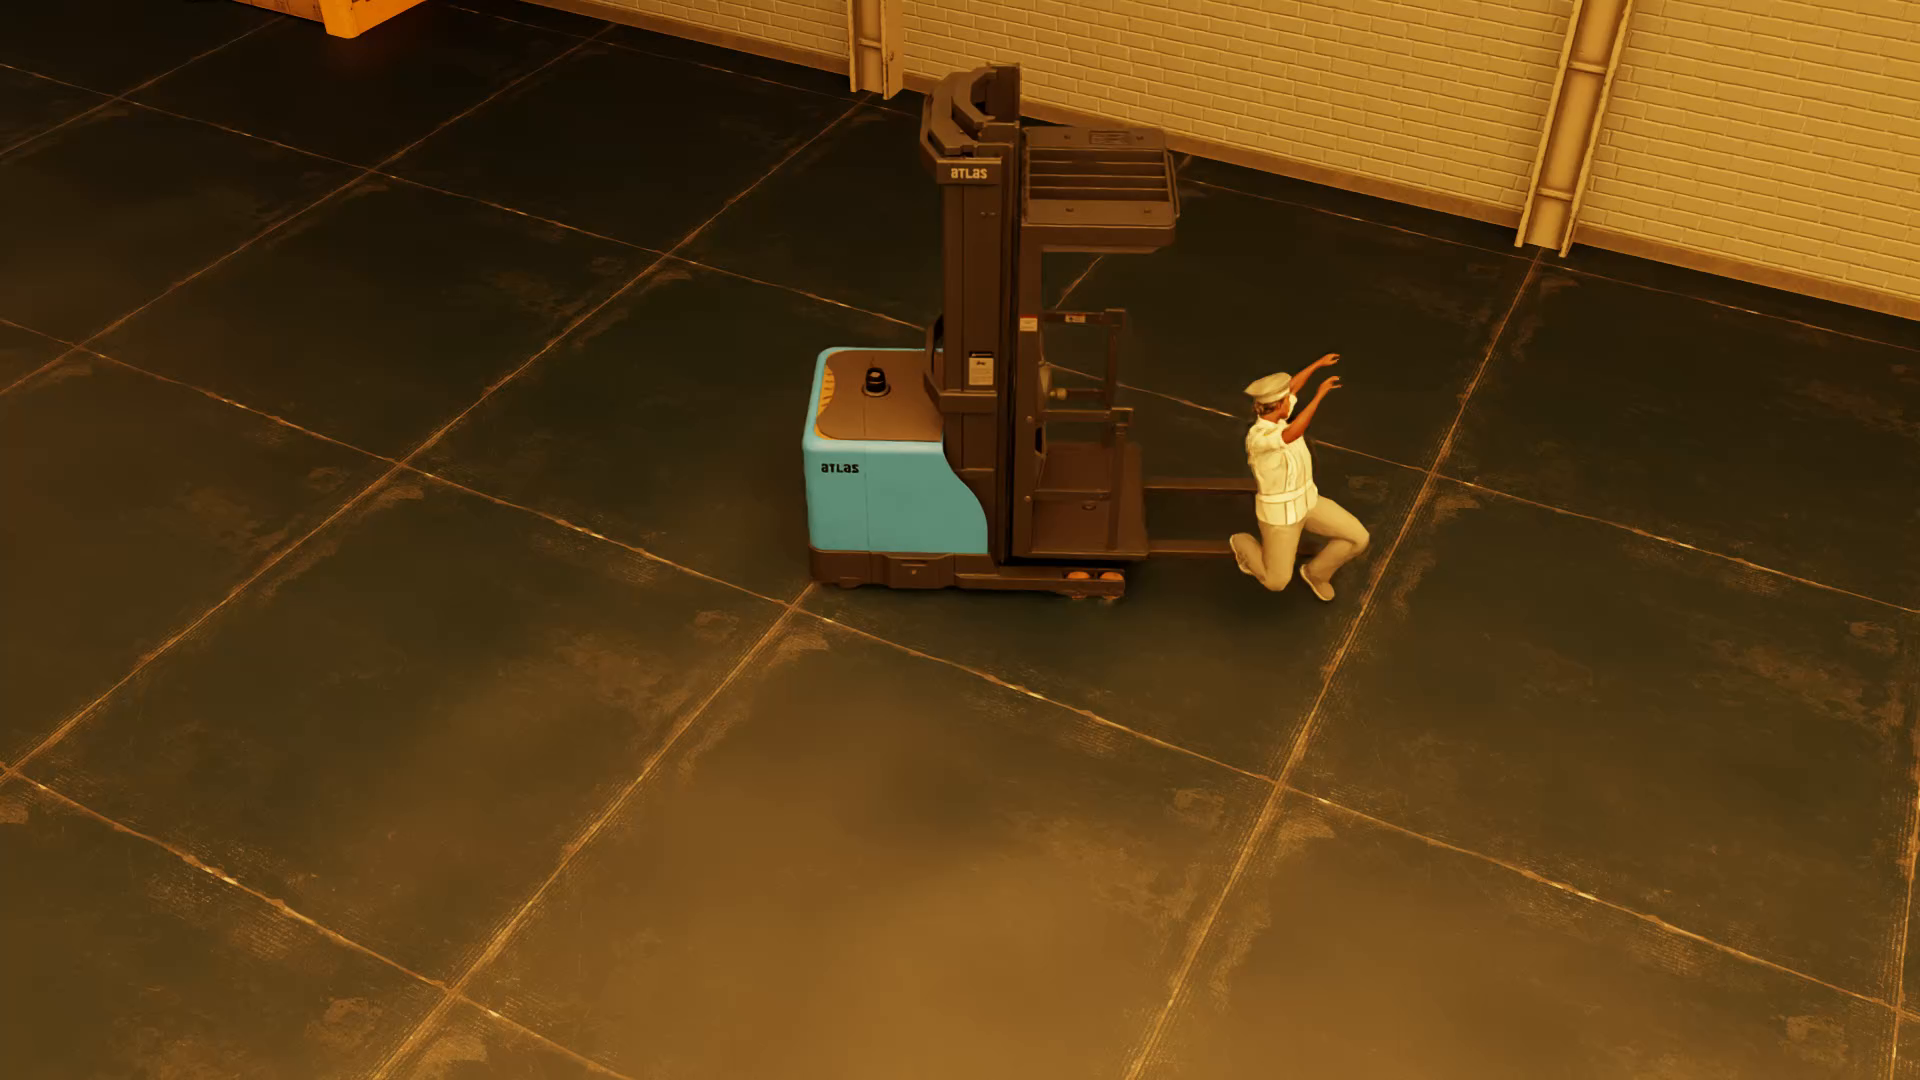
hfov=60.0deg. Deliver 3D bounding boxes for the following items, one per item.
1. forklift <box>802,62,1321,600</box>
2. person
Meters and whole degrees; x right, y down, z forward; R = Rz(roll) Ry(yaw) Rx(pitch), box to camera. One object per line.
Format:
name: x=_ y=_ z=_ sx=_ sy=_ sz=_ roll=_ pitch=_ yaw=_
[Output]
forklift: x=0.630 y=-1.120 z=9.316 sx=3.031 sy=2.935 sz=1.130 roll=1 pitch=40 yaw=1
person: x=2.050 y=-0.378 z=9.496 sx=0.815 sy=1.544 sz=1.031 roll=29 pitch=48 yaw=30
